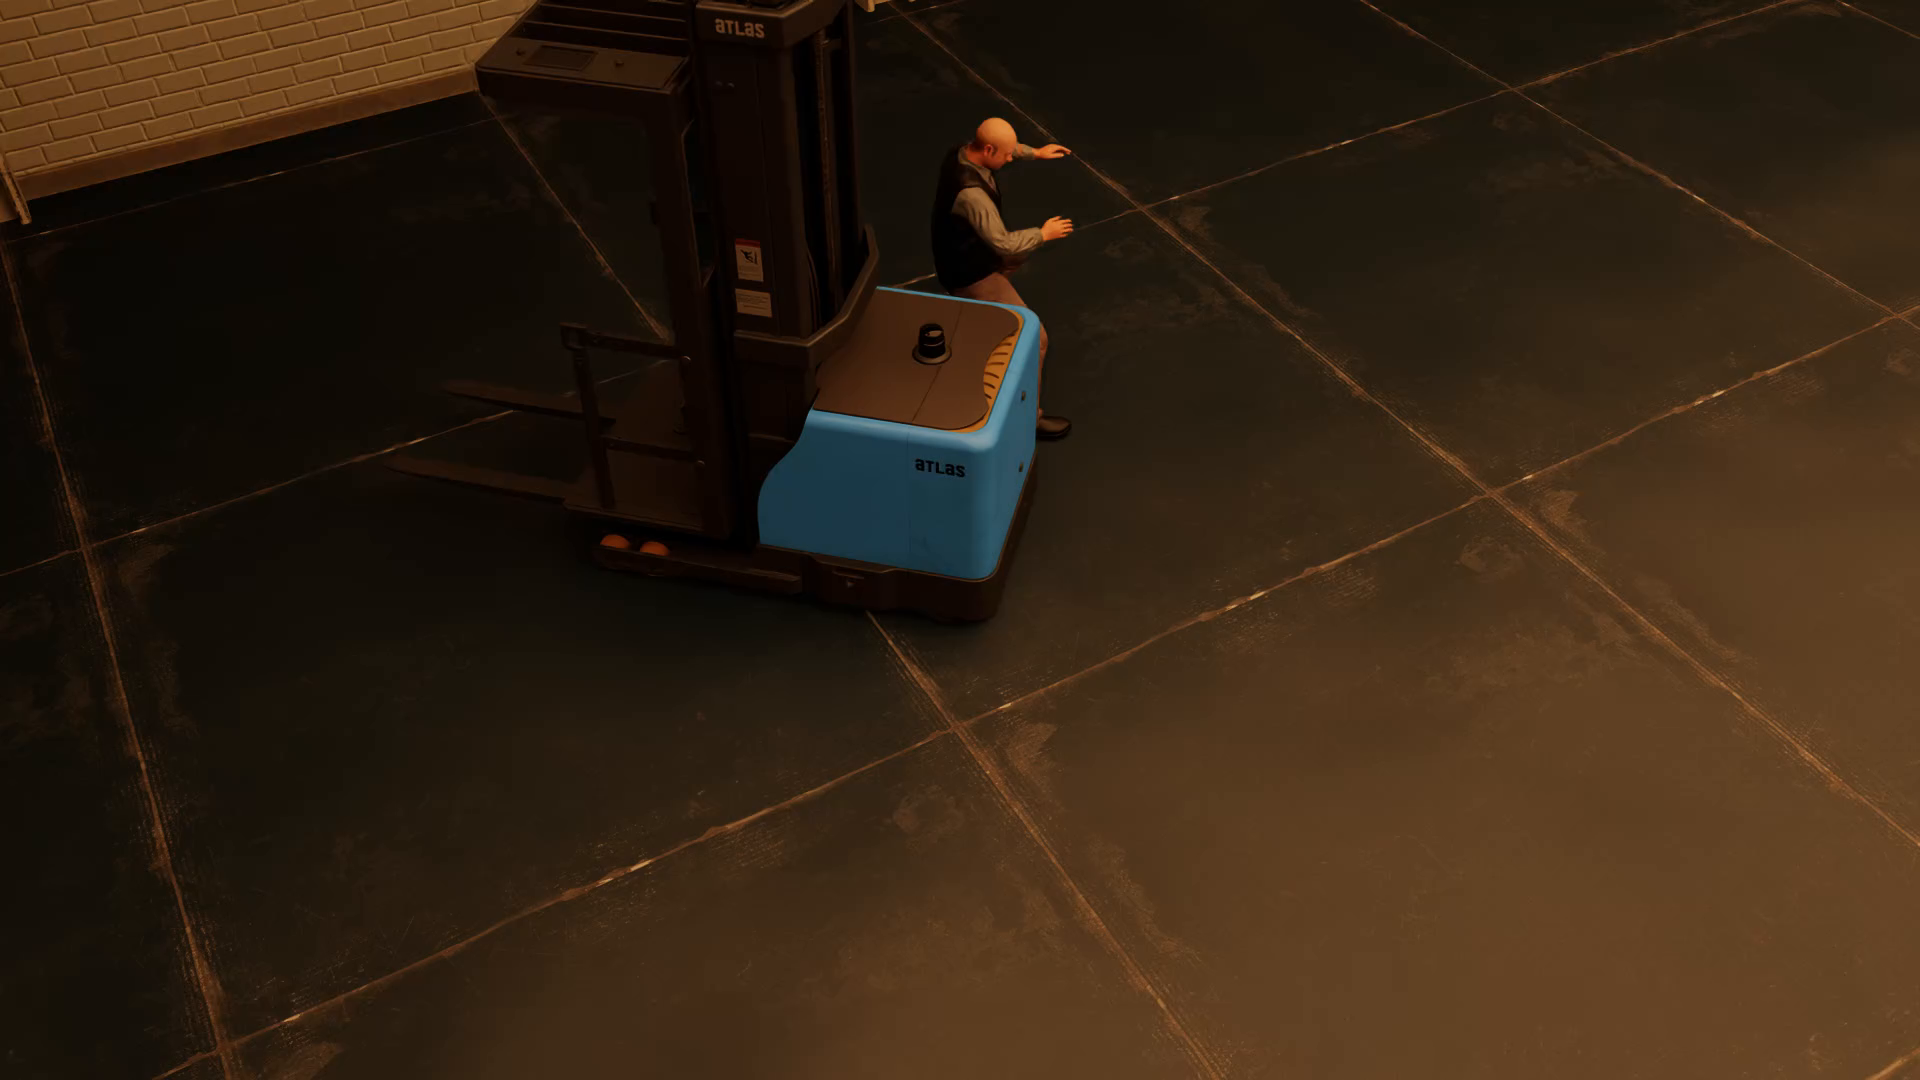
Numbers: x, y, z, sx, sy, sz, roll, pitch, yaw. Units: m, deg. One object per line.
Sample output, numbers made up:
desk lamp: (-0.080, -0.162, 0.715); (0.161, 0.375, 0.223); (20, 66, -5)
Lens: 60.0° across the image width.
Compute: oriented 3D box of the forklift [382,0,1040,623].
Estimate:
forklift: (-1.204, -1.243, 7.038); (3.031, 2.935, 1.130); (10, 44, 10)

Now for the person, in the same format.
person: (0.230, -1.454, 8.324); (0.678, 1.484, 1.199); (0, 43, 0)
